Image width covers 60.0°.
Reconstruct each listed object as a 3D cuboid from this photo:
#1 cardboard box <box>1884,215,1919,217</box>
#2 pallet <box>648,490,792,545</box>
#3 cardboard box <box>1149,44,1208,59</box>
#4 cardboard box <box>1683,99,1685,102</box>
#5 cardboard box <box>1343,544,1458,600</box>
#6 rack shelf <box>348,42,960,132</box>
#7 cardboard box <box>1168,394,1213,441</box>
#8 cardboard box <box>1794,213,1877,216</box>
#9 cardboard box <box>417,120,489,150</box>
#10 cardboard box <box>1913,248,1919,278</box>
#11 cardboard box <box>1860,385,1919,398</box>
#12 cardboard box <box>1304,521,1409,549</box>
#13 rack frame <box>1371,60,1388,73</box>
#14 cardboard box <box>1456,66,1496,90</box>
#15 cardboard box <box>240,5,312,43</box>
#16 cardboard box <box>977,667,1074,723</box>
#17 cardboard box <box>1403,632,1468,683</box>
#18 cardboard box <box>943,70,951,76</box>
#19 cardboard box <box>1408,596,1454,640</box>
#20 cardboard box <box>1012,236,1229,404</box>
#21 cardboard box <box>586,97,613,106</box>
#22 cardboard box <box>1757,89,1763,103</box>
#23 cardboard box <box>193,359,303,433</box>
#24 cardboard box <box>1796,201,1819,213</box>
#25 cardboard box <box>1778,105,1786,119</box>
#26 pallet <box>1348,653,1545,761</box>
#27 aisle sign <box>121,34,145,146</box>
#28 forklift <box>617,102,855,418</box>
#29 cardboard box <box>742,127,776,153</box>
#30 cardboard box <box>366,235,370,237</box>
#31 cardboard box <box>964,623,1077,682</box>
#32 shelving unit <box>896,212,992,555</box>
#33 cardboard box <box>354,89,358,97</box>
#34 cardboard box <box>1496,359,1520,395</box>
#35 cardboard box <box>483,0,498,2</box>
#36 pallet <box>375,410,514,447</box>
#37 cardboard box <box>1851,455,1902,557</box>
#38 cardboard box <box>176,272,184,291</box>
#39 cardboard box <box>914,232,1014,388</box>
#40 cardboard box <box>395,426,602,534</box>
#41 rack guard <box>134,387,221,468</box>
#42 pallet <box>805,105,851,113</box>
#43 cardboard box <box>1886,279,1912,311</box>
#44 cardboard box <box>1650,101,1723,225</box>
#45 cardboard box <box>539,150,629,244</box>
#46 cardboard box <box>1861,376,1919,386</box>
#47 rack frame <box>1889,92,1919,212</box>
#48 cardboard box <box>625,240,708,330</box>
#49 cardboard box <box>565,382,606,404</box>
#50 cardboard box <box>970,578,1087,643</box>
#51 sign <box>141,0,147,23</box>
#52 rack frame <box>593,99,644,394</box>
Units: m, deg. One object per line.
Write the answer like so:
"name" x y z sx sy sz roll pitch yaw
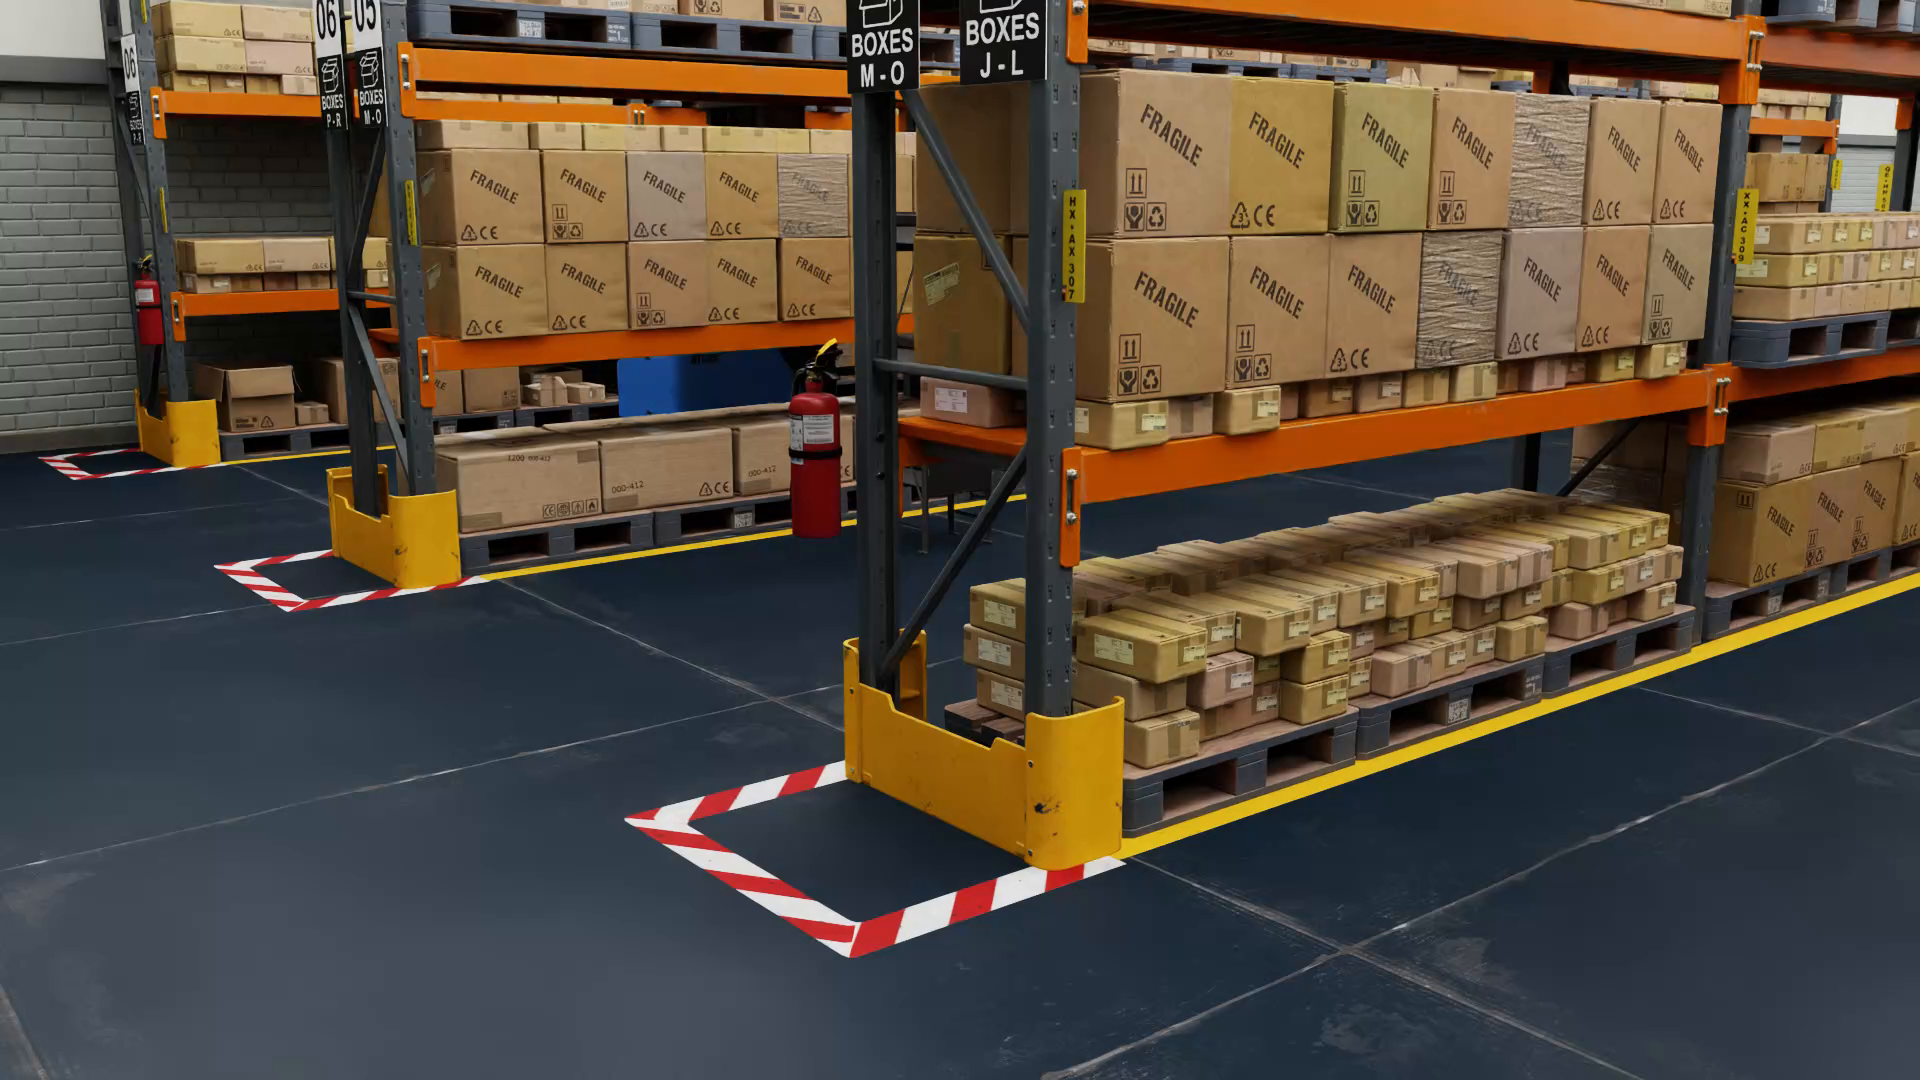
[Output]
"cardboard box" 4.929 -1.601 8.607 0.250 0.149 0.380 -9 15 -36
"pallet" -1.650 -0.228 10.693 1.213 0.211 1.003 -9 15 -38
"cardboard box" 1.591 -3.624 12.065 0.258 0.266 0.396 -8 14 -33
"cardboard box" 6.953 -4.295 16.517 0.250 0.149 0.380 -9 15 -38
"cardboard box" 1.767 0.135 6.691 0.250 0.149 0.380 -9 15 -38
"rack shelf" -1.616 -2.693 10.099 4.000 0.370 1.077 -9 15 -38
"cardboard box" 0.624 -0.434 5.555 0.250 0.149 0.380 -9 15 -36
"cardboard box" 4.939 -1.775 9.428 0.250 0.149 0.380 -9 15 -35
"cardboard box" -2.728 -2.174 8.937 0.250 0.149 0.380 -9 15 -36
"cardboard box" 4.733 -1.423 8.485 0.250 0.149 0.380 -10 15 -39
"cardboard box" 5.483 -0.717 9.486 0.500 0.250 0.500 -9 15 -37
"cardboard box" 1.699 0.035 7.162 0.250 0.149 0.380 -10 16 -40
"rack frame" 3.069 -5.290 13.379 0.127 3.000 1.000 -9 15 -38
"cardboard box" 4.242 -4.076 14.634 0.637 0.503 0.797 -9 15 -38
"cardboard box" -5.369 -3.986 12.899 0.500 0.250 0.500 -10 15 -38
"cardboard box" 0.274 0.559 6.127 0.250 0.149 0.380 -9 15 -37
"cardboard box" 1.802 0.442 6.678 0.250 0.149 0.380 -9 15 -38
"cardboard box" -0.118 -4.802 16.987 0.250 0.149 0.380 -9 15 -36
"cardboard box" 1.767 0.276 6.745 0.250 0.149 0.380 -9 15 -35
"cardboard box" 0.517 -0.736 5.416 0.500 0.500 0.500 -9 15 -35
"cardboard box" -3.254 -3.891 14.616 0.250 0.149 0.380 -10 15 -38
"cardboard box" 7.896 -4.624 17.108 0.500 0.250 0.500 -9 15 -37
"cardboard box" -5.745 -1.171 13.419 0.637 0.503 0.797 -10 16 -40
"cardboard box" 9.064 -3.473 18.307 0.500 0.500 0.500 -10 15 -39
"cardboard box" 8.570 -4.558 17.756 0.250 0.149 0.380 -9 15 -37
"pallet" 1.661 0.569 6.941 1.213 0.211 1.003 -9 15 -38
"aisle sign" -6.151 -3.338 12.366 0.004 0.787 0.394 -9 15 -38
"forklift" -1.091 -2.059 12.771 3.031 2.935 1.130 -9 15 -36
"cardboard box" -1.316 -2.411 10.050 0.250 0.149 0.380 -9 15 -38
"cardboard box" -4.887 -2.495 14.303 0.500 0.250 0.500 -9 15 -38
"cardboard box" 0.227 0.401 6.156 0.250 0.149 0.380 -10 16 -39
"shelving unit" -0.129 -1.006 9.810 0.503 2.100 0.431 -9 15 -38
"cardboard box" -4.874 -3.632 13.396 0.250 0.149 0.380 -10 15 -38
"cardboard box" 2.019 -0.679 6.710 0.250 0.149 0.380 -10 15 -38
"cardboard box" -2.883 -3.039 9.107 0.500 0.250 0.500 -11 16 -43
"pallet" -4.648 -1.029 14.468 1.213 0.211 1.003 -9 15 -38
"cardboard box" 4.672 -0.222 8.958 0.500 0.500 0.500 -9 15 -37
"cardboard box" -6.190 -2.086 13.336 0.250 0.149 0.380 -10 15 -38
"cardboard box" 0.184 -0.823 5.824 0.500 0.500 0.500 -9 15 -37
"cardboard box" -2.725 -0.372 9.815 0.875 0.438 0.875 -10 16 -40
"rack guard" -6.222 -0.910 13.208 0.348 0.500 1.175 -9 15 -38
"pallet" -1.797 -4.225 16.036 1.003 0.211 1.213 -9 15 -38
"cardboard box" 4.518 -1.240 8.342 0.250 0.149 0.380 -10 16 -40
"cardboard box" 2.919 -1.626 7.199 0.500 0.500 0.500 -10 16 -40
"cardboard box" -2.226 -1.940 9.396 0.500 0.500 0.500 -10 16 -39
"cardboard box" 5.551 -0.865 10.184 0.500 0.250 0.500 -10 16 -40
"rack frame" 6.240 -1.566 10.283 0.127 3.000 1.000 -9 15 -38
"cardboard box" -1.837 -1.516 9.804 0.500 0.500 0.500 -10 15 -38
"cardboard box" -3.410 -1.332 15.034 0.250 0.149 0.380 -10 16 -39
"cardboard box" 0.249 0.260 6.102 0.250 0.149 0.380 -9 15 -37
"sign" -5.942 -3.929 12.086 0.005 0.325 0.100 -9 15 -38
"rack frame" -3.158 -2.641 15.347 0.127 3.000 1.000 -9 15 -38
